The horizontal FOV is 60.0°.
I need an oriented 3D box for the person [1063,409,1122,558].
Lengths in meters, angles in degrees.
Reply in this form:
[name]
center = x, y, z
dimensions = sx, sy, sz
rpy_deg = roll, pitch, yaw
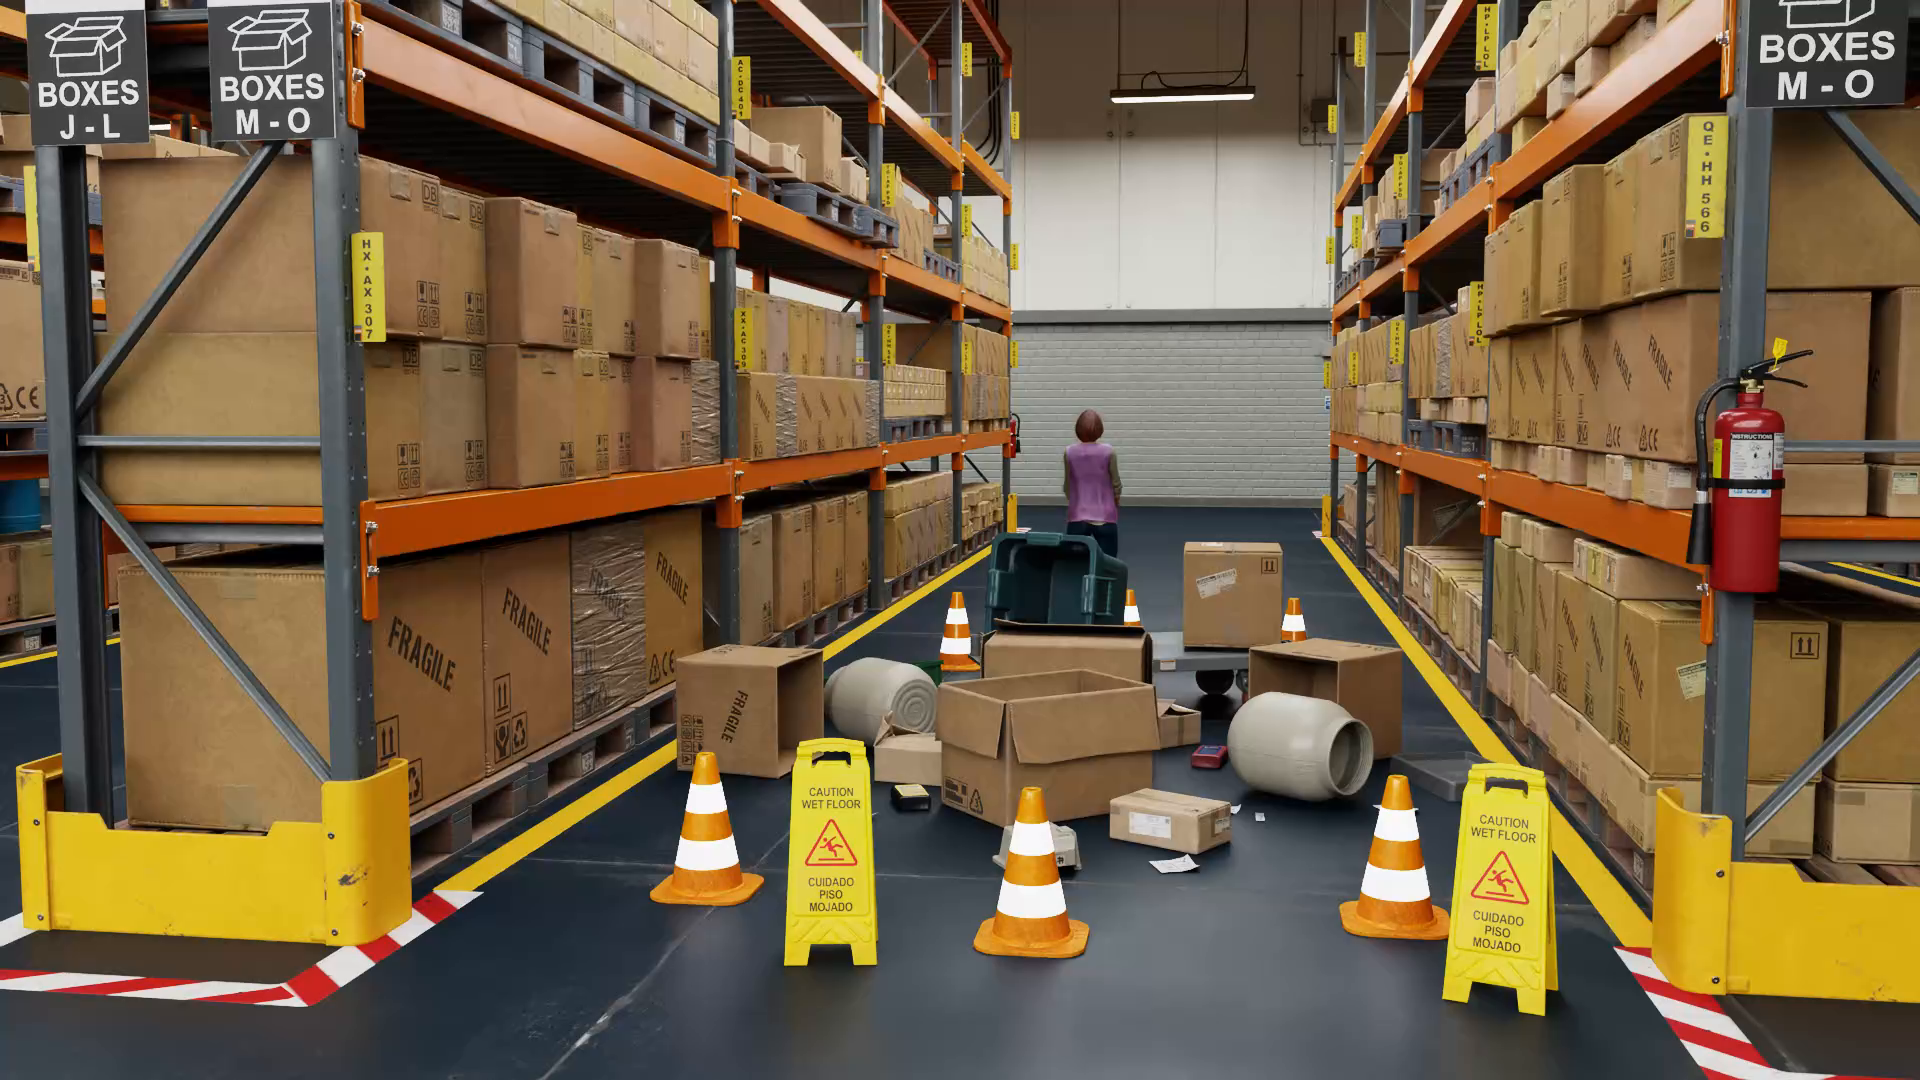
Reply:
[person]
center = 0.914, -0.107, 11.472
dimensions = 0.405, 1.589, 0.495
rpy_deg = 1, 5, 9
